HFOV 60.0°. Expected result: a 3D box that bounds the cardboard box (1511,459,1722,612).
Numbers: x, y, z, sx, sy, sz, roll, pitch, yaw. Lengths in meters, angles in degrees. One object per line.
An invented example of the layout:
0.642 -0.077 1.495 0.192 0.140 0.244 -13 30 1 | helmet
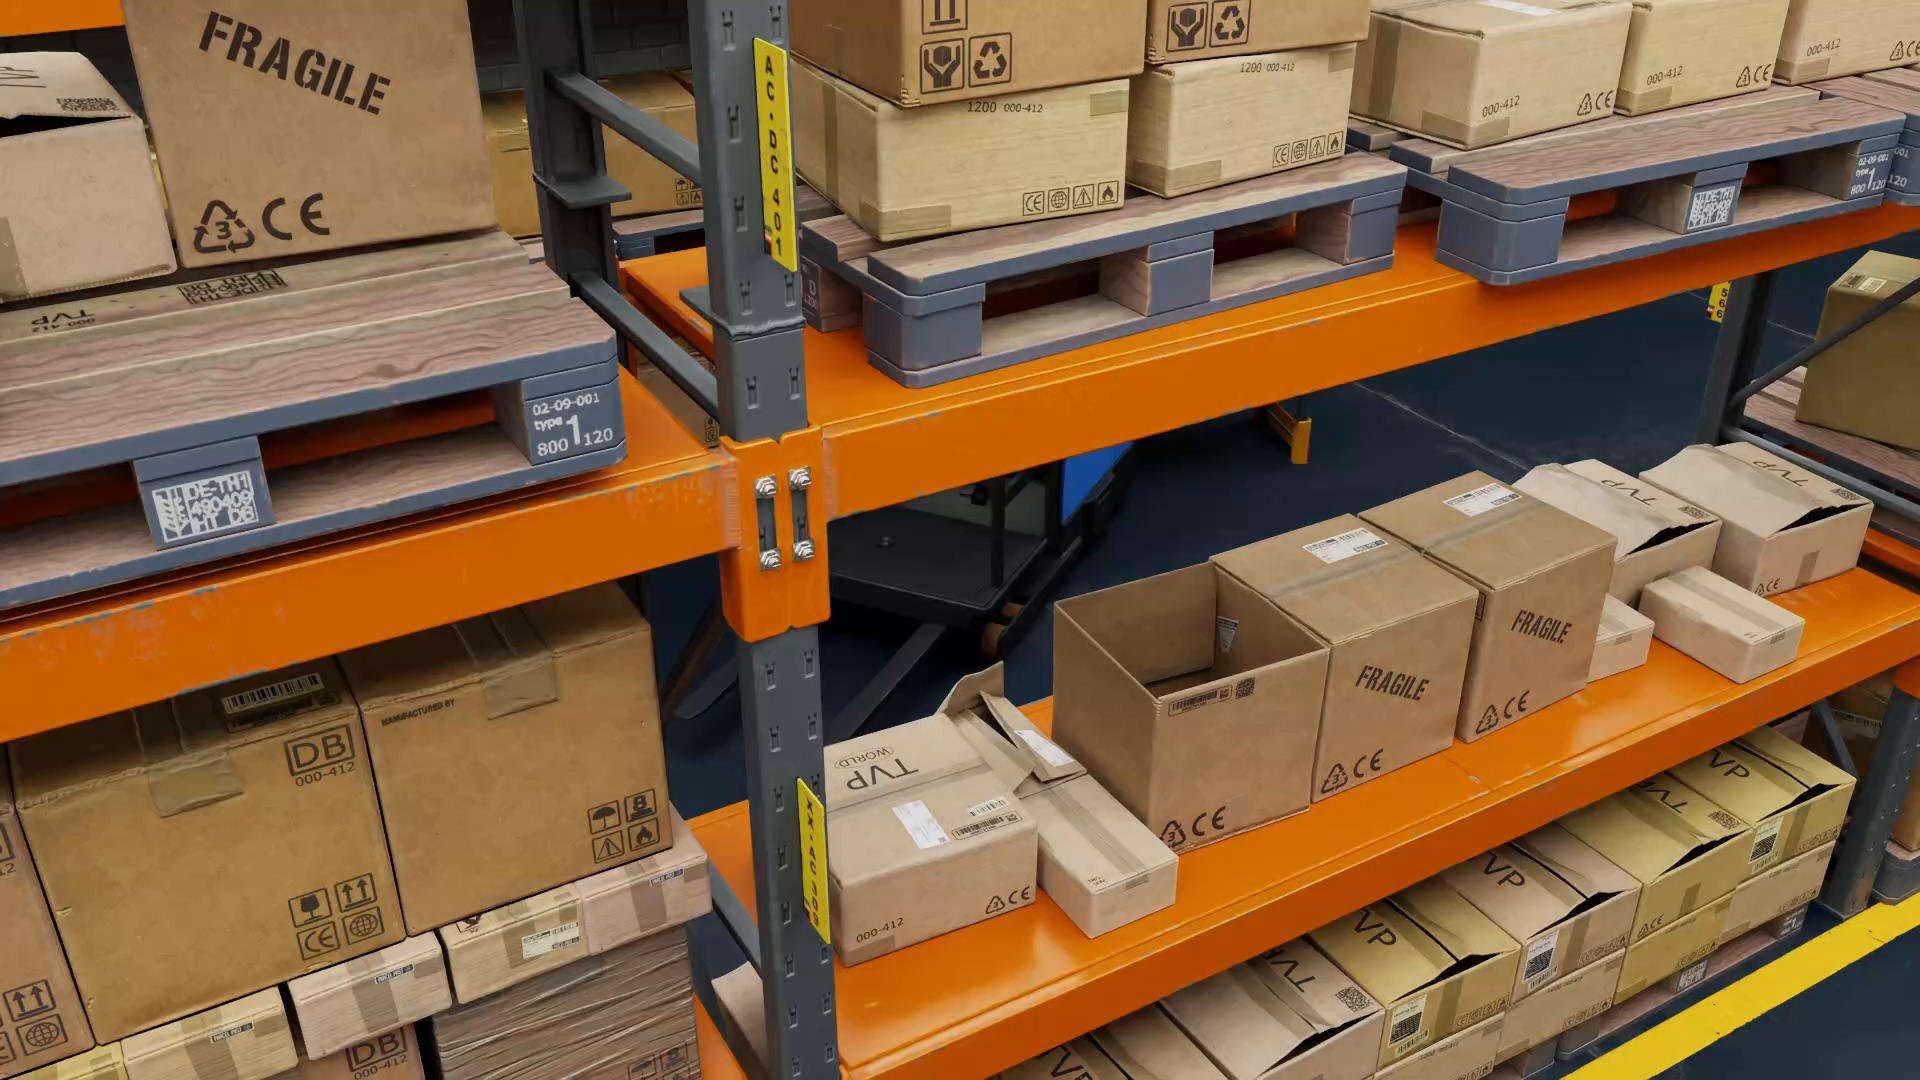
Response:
2.026 -0.021 5.276 0.500 0.311 0.500 -16 33 -27 | cardboard box

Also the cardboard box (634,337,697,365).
-1.615 -1.134 8.555 0.500 0.250 0.500 -17 33 -28 | cardboard box

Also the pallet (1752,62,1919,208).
2.356 -1.225 4.457 1.003 0.211 1.213 -14 32 -24 | pallet

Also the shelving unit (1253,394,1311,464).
1.290 -1.147 8.776 1.083 1.500 0.587 -7 30 -12 | shelving unit

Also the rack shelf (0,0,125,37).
-4.790 -1.791 6.030 4.000 0.370 1.077 -16 33 -26 | rack shelf

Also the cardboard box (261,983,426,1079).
-1.384 0.980 3.266 0.500 0.500 0.700 -16 33 -27 | cardboard box

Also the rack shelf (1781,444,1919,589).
4.620 -0.373 6.566 4.000 0.370 1.077 -16 33 -26 | rack shelf

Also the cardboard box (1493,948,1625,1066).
1.688 1.302 5.198 0.500 0.250 0.500 -15 32 -25 | cardboard box

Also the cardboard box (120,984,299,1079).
-1.344 0.799 2.924 0.250 0.149 0.380 -16 33 -26 | cardboard box

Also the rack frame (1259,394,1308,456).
1.775 -1.205 8.882 0.032 1.500 0.500 -7 30 -12 | rack frame

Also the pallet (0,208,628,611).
-1.276 -0.274 2.629 1.213 0.211 1.003 -16 33 -26 | pallet

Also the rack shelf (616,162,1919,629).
1.171 -0.707 4.067 4.000 0.370 1.077 -16 33 -26 | rack shelf

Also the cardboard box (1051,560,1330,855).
0.571 0.427 4.268 0.500 0.500 0.500 -13 32 -23 | cardboard box

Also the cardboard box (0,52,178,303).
-1.587 -0.593 2.628 0.500 0.311 0.500 -18 34 -29 | cardboard box

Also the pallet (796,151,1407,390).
0.201 -0.670 3.453 1.217 0.209 0.805 -17 33 -28 | pallet

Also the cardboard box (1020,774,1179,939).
0.314 0.759 4.030 0.250 0.149 0.380 -16 33 -26 | cardboard box

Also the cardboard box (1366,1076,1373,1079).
0.807 1.553 4.743 0.500 0.250 0.500 -17 33 -28 | cardboard box

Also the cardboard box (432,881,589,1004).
-0.893 0.669 3.159 0.250 0.149 0.380 -17 33 -27 | cardboard box

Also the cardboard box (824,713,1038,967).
-0.151 0.708 4.018 0.500 0.250 0.500 -14 32 -23 | cardboard box

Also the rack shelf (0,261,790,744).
-2.278 0.272 2.292 4.000 0.370 1.077 -16 33 -26 | rack shelf

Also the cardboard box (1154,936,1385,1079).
0.809 1.310 4.602 0.500 0.311 0.500 -17 33 -28 | cardboard box

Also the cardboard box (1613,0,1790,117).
1.591 -1.224 3.980 0.500 0.250 0.500 -17 33 -27 | cardboard box

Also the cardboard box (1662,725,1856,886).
2.569 0.807 5.514 0.500 0.311 0.500 -15 32 -25 | cardboard box

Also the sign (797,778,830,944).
-0.271 0.598 3.084 0.005 0.325 0.100 -16 33 -26 | sign

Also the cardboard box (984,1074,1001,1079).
-0.071 1.558 4.153 0.500 0.311 0.500 -16 33 -26 | cardboard box

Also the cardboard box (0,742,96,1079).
-1.800 0.527 2.745 0.500 0.500 0.700 -16 33 -26 | cardboard box

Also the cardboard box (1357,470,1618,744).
1.457 0.176 4.724 0.500 0.500 0.500 -18 34 -29 | cardboard box

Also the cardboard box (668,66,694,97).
-1.080 -2.064 8.326 0.500 0.500 0.700 -16 33 -26 | cardboard box

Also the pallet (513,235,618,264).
-2.333 -1.324 7.744 1.213 0.211 1.003 -16 33 -26 | pallet

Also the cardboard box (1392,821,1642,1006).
1.687 1.059 5.057 0.500 0.311 0.500 -16 33 -27 | cardboard box

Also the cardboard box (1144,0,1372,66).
0.478 -1.262 3.273 0.500 0.500 0.500 -13 31 -22 | cardboard box

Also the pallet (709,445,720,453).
-1.343 -0.553 9.033 1.213 0.211 1.003 -16 33 -26 | pallet

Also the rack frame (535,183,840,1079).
-0.553 0.781 3.730 0.127 3.000 1.000 -16 33 -26 | rack frame

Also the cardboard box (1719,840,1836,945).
2.565 1.052 5.650 0.500 0.250 0.500 -15 32 -25 | cardboard box

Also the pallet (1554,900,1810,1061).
2.166 1.208 5.843 1.213 0.211 1.003 -16 33 -26 | pallet

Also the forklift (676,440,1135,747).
-0.178 -0.992 7.015 1.130 2.935 3.031 13 31 22 | forklift

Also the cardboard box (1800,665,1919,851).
3.433 0.711 5.989 0.500 0.500 0.500 -14 32 -24 | cardboard box

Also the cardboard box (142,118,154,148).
-3.577 -1.525 7.268 0.500 0.500 0.500 -17 33 -27 | cardboard box

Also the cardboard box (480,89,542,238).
-2.125 -1.762 7.780 0.500 0.500 0.700 -12 31 -21 | cardboard box

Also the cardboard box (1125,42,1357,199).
0.455 -0.933 3.452 0.500 0.250 0.500 -19 34 -31 | cardboard box

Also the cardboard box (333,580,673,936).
-0.933 0.280 3.191 0.500 0.500 0.700 -16 33 -26 | cardboard box
